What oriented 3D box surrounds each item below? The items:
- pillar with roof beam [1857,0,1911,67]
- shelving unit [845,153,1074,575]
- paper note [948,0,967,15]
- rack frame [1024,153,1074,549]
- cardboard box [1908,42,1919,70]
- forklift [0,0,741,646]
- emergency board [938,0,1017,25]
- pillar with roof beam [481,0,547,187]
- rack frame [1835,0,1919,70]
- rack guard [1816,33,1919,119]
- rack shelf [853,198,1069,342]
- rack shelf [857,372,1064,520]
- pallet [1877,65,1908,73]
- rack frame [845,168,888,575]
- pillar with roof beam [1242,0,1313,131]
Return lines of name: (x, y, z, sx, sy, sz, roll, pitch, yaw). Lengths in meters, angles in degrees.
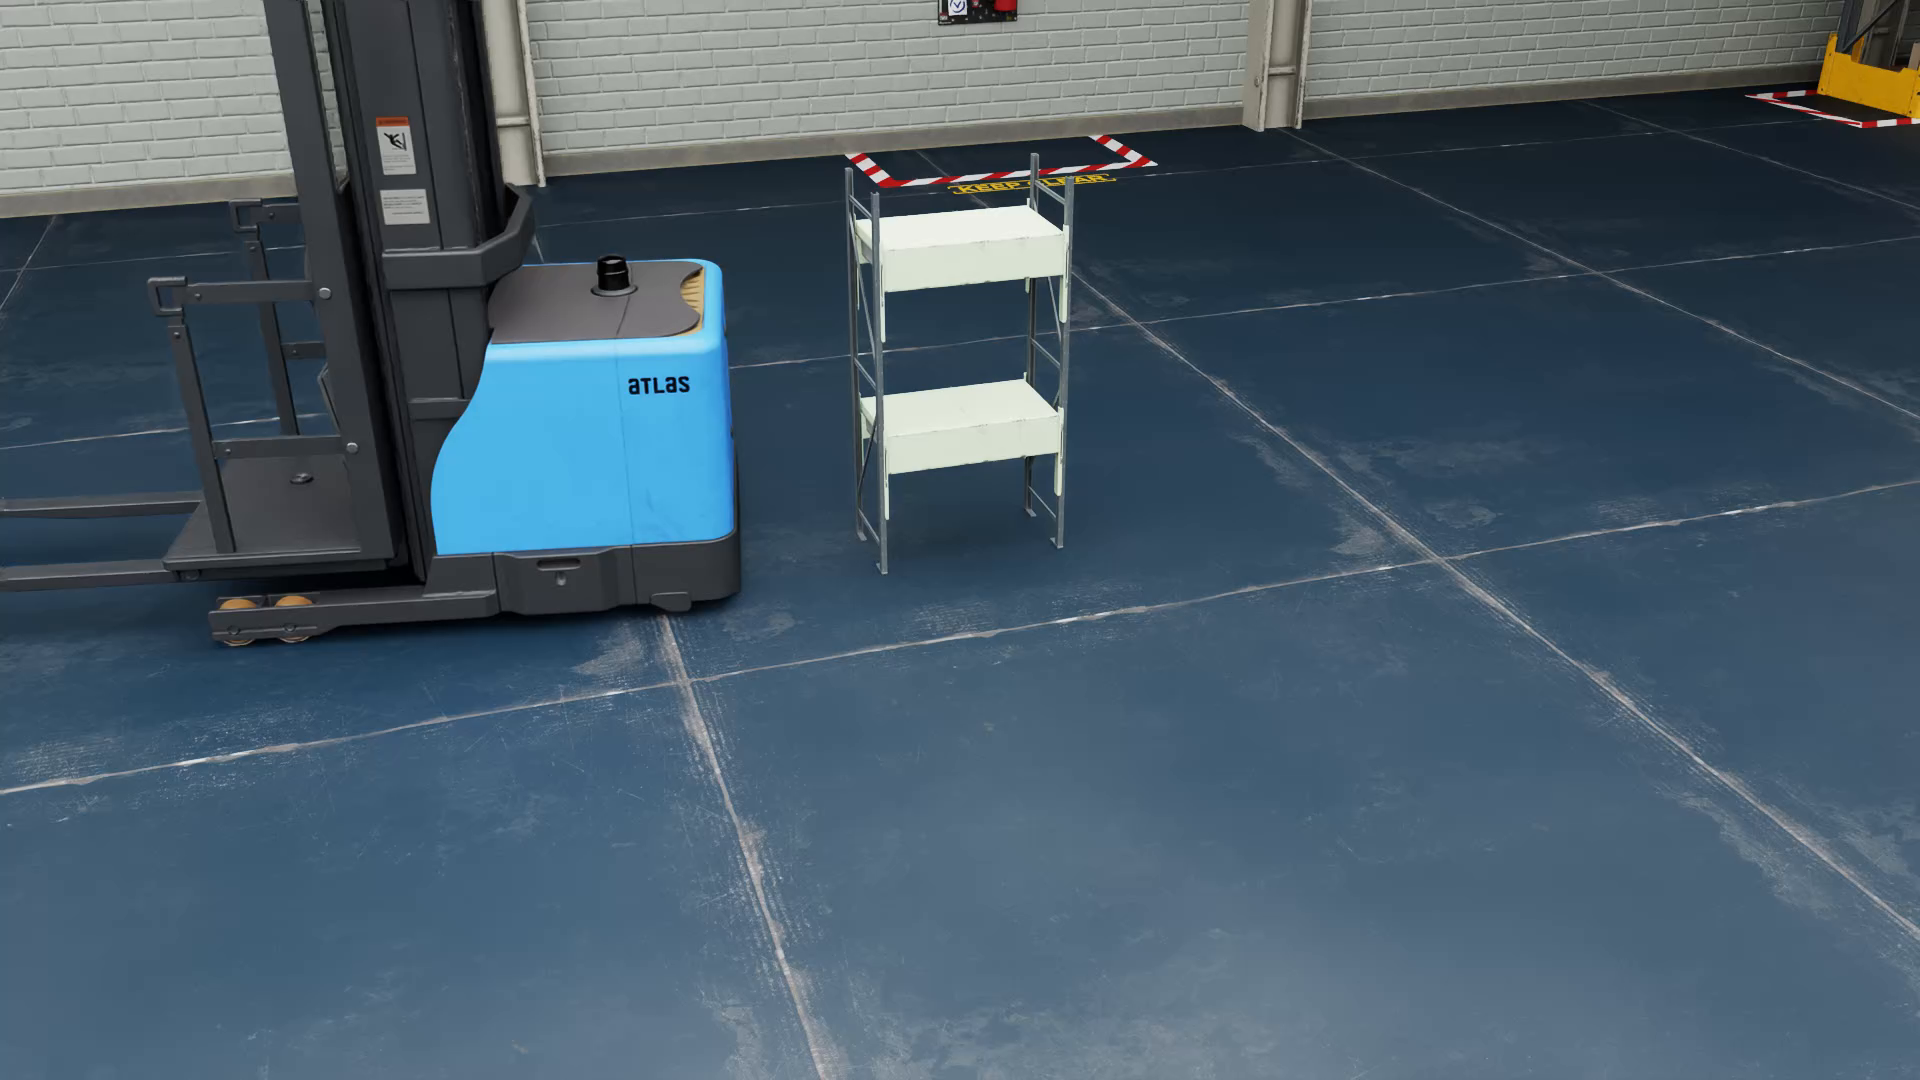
pillar with roof beam: (9.572, -6.411, 9.544, 0.400, 9.000, 9.100, -8, 28, -16)
shelving unit: (-0.006, -0.671, 6.415, 0.755, 1.500, 0.431, -8, 28, -16)
paper note: (-0.017, -4.004, 12.433, 0.142, 0.148, 0.016, -8, 28, -16)
rack frame: (0.342, -0.721, 6.516, 0.023, 1.500, 0.400, -8, 28, -16)
cardboard box: (8.527, -4.132, 14.229, 0.500, 0.311, 0.500, -12, 29, -22)
forklift: (-2.379, -1.181, 5.833, 3.031, 2.935, 1.130, -3, 27, -6)
emergency board: (0.172, -4.394, 12.227, 0.643, 1.169, 0.194, -8, 28, -16)
pillar with roof beam: (-1.838, -4.759, 6.216, 0.400, 9.000, 9.100, -8, 28, -16)
rack frame: (7.841, -5.082, 13.614, 0.127, 3.000, 1.000, -8, 28, -16)
rack guard: (7.913, -3.973, 14.191, 0.348, 0.500, 1.175, -8, 28, -16)
rack shelf: (-0.006, -1.020, 6.241, 0.720, 0.370, 0.431, -8, 28, -16)
rack shelf: (-0.006, -0.379, 6.560, 0.720, 0.370, 0.431, -8, 28, -16)
pallet: (8.697, -3.941, 14.450, 1.213, 0.211, 1.003, -8, 28, -16)
rack frame: (-0.354, -0.620, 6.313, 0.023, 1.500, 0.400, -8, 28, -16)
pillar with roof beam: (3.867, -5.585, 7.880, 0.400, 9.000, 9.100, -8, 28, -16)
